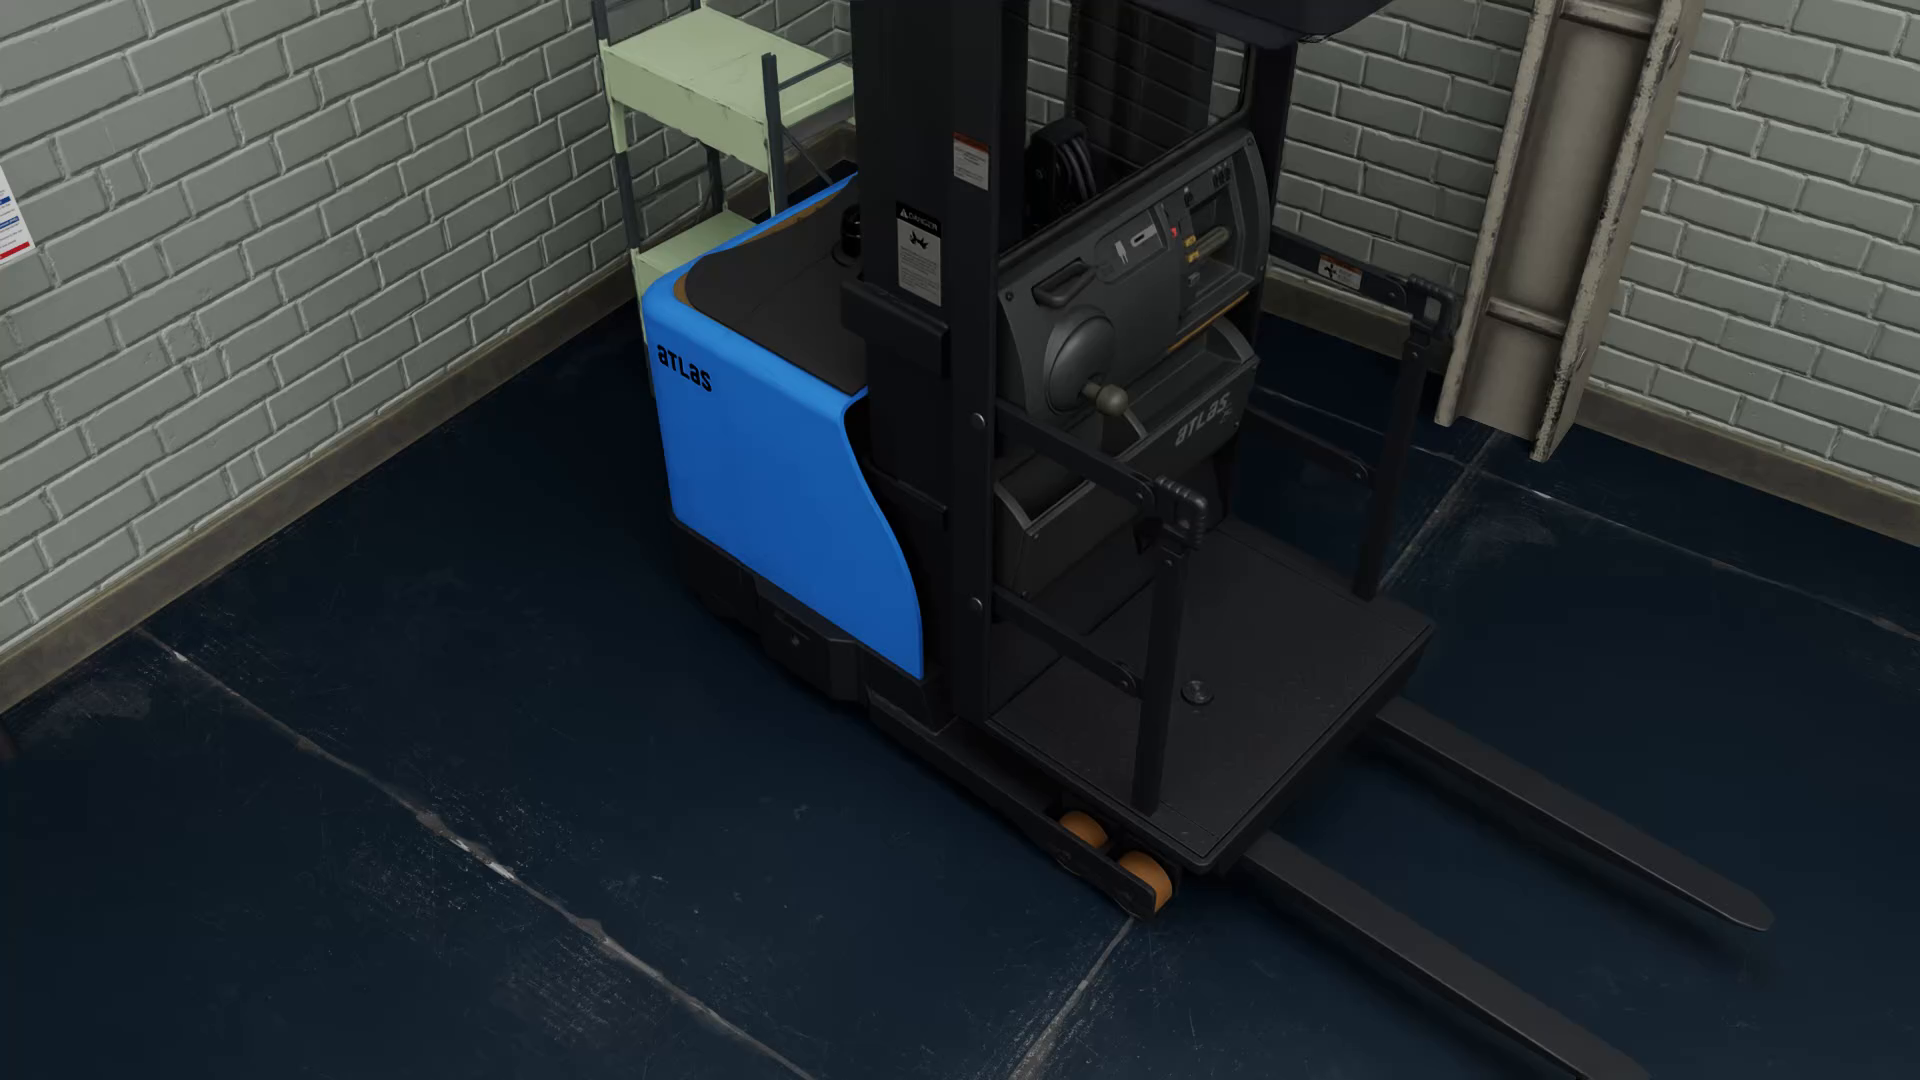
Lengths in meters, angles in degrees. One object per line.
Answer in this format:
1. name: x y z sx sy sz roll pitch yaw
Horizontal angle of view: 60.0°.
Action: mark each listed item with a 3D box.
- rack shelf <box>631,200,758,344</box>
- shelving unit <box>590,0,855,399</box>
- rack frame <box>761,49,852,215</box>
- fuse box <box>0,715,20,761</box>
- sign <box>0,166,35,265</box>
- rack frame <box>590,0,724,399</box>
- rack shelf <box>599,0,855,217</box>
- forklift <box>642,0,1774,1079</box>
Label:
1. rack shelf: -0.664 -0.749 5.452 0.720 0.370 0.431 31 50 30
2. shelving unit: -0.664 -0.992 5.234 0.755 1.500 0.431 31 50 30
3. rack frame: -0.391 -0.830 5.052 0.023 1.500 0.400 31 50 30
4. fuse box: -2.589 -0.054 4.027 0.414 1.711 0.539 25 48 25
5. sign: -2.475 -0.847 4.019 0.001 0.494 0.329 25 48 25
6. rack frame: -0.937 -1.155 5.416 0.023 1.500 0.400 31 50 30
7. rack shelf: -0.664 -1.283 4.974 0.720 0.370 0.431 31 50 30
8. forklift: 0.573 -0.544 3.660 3.031 2.935 1.130 31 50 30
